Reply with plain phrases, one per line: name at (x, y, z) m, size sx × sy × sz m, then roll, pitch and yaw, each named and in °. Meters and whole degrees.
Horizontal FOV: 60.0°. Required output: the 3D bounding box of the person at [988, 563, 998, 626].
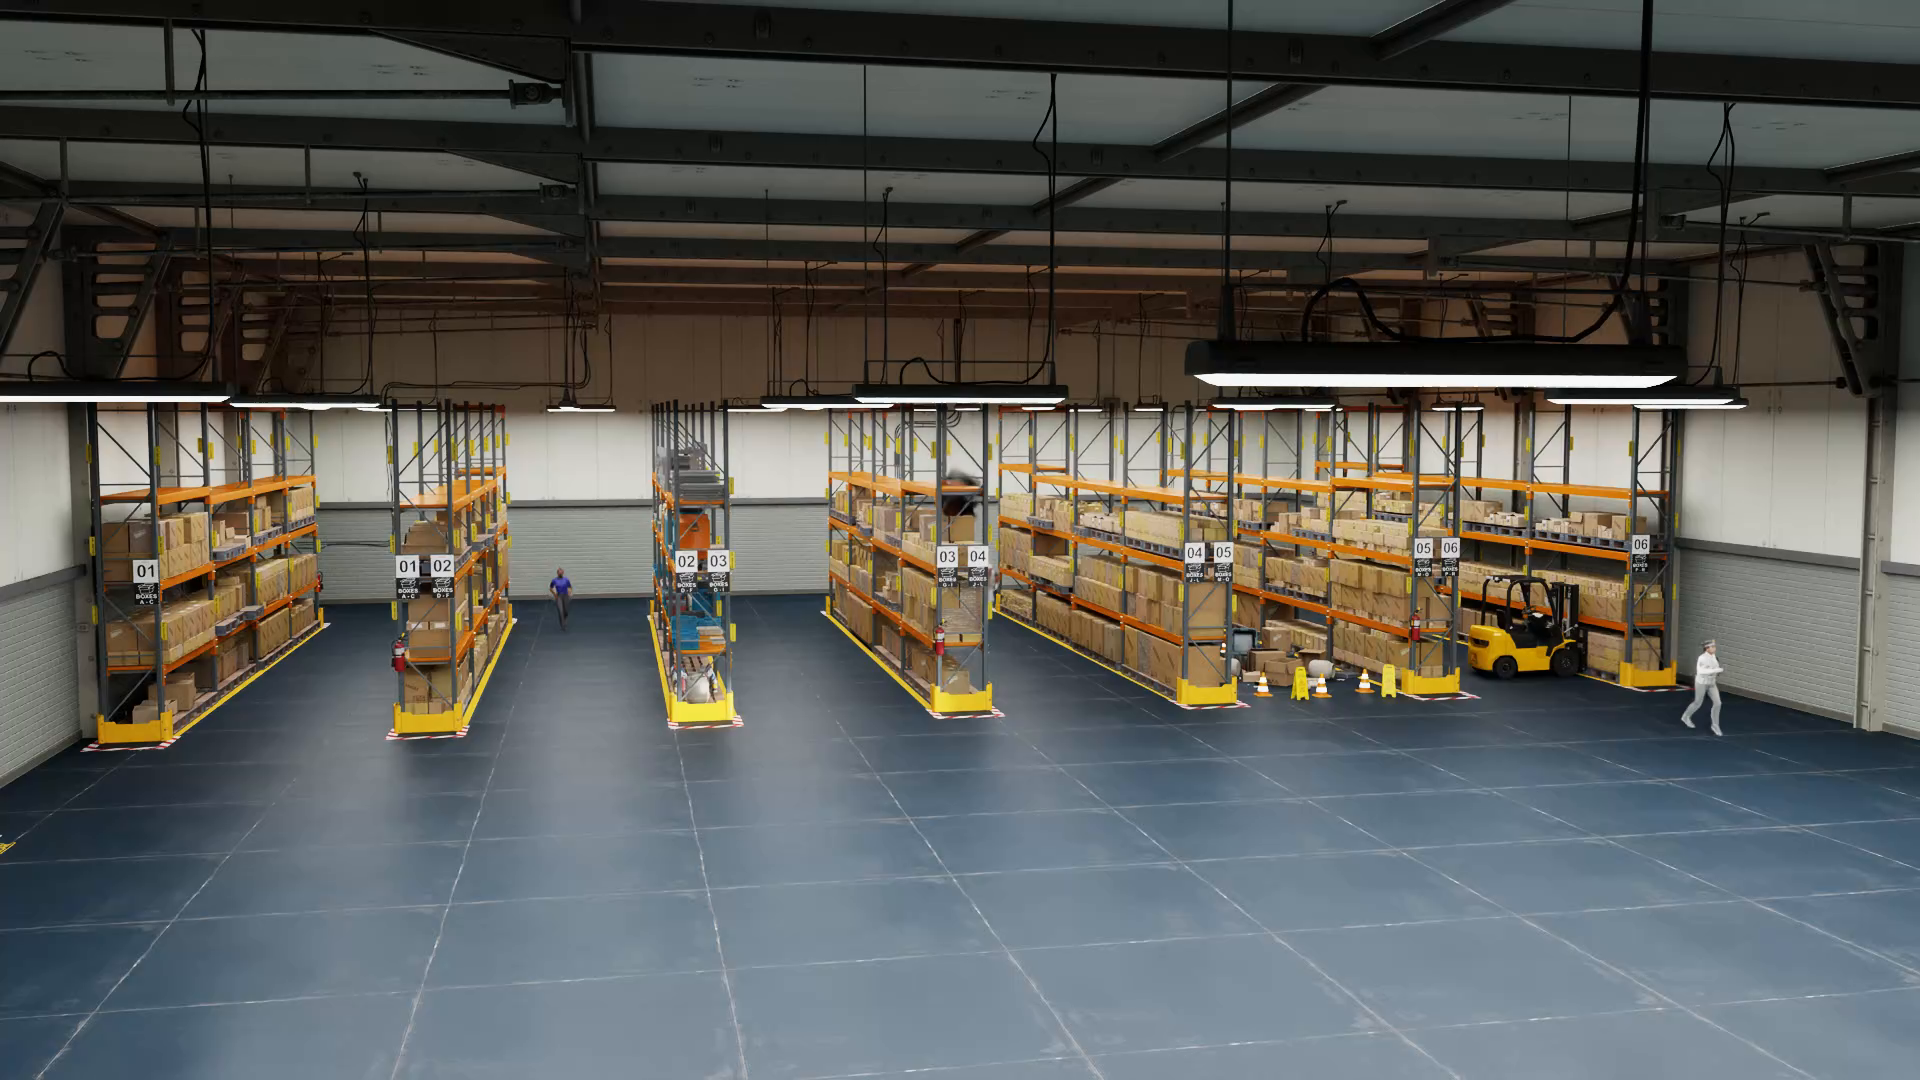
person at (0.703, 1.459, 45.497) m, size 0.688 × 1.729 × 1.046 m, roll -1°, pitch 5°, yaw -18°

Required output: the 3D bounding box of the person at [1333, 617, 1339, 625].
person at (9.650, 1.622, 42.989) m, size 0.666 × 1.775 × 1.141 m, roll -1°, pitch 4°, yaw -12°

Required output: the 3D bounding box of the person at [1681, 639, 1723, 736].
person at (13.386, 2.638, 29.957) m, size 0.597 × 1.764 × 0.834 m, roll -2°, pitch 5°, yaw -27°

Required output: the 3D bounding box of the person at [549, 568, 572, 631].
person at (-10.649, 1.569, 44.393) m, size 0.591 × 1.634 × 0.725 m, roll -2°, pitch 5°, yaw -22°
